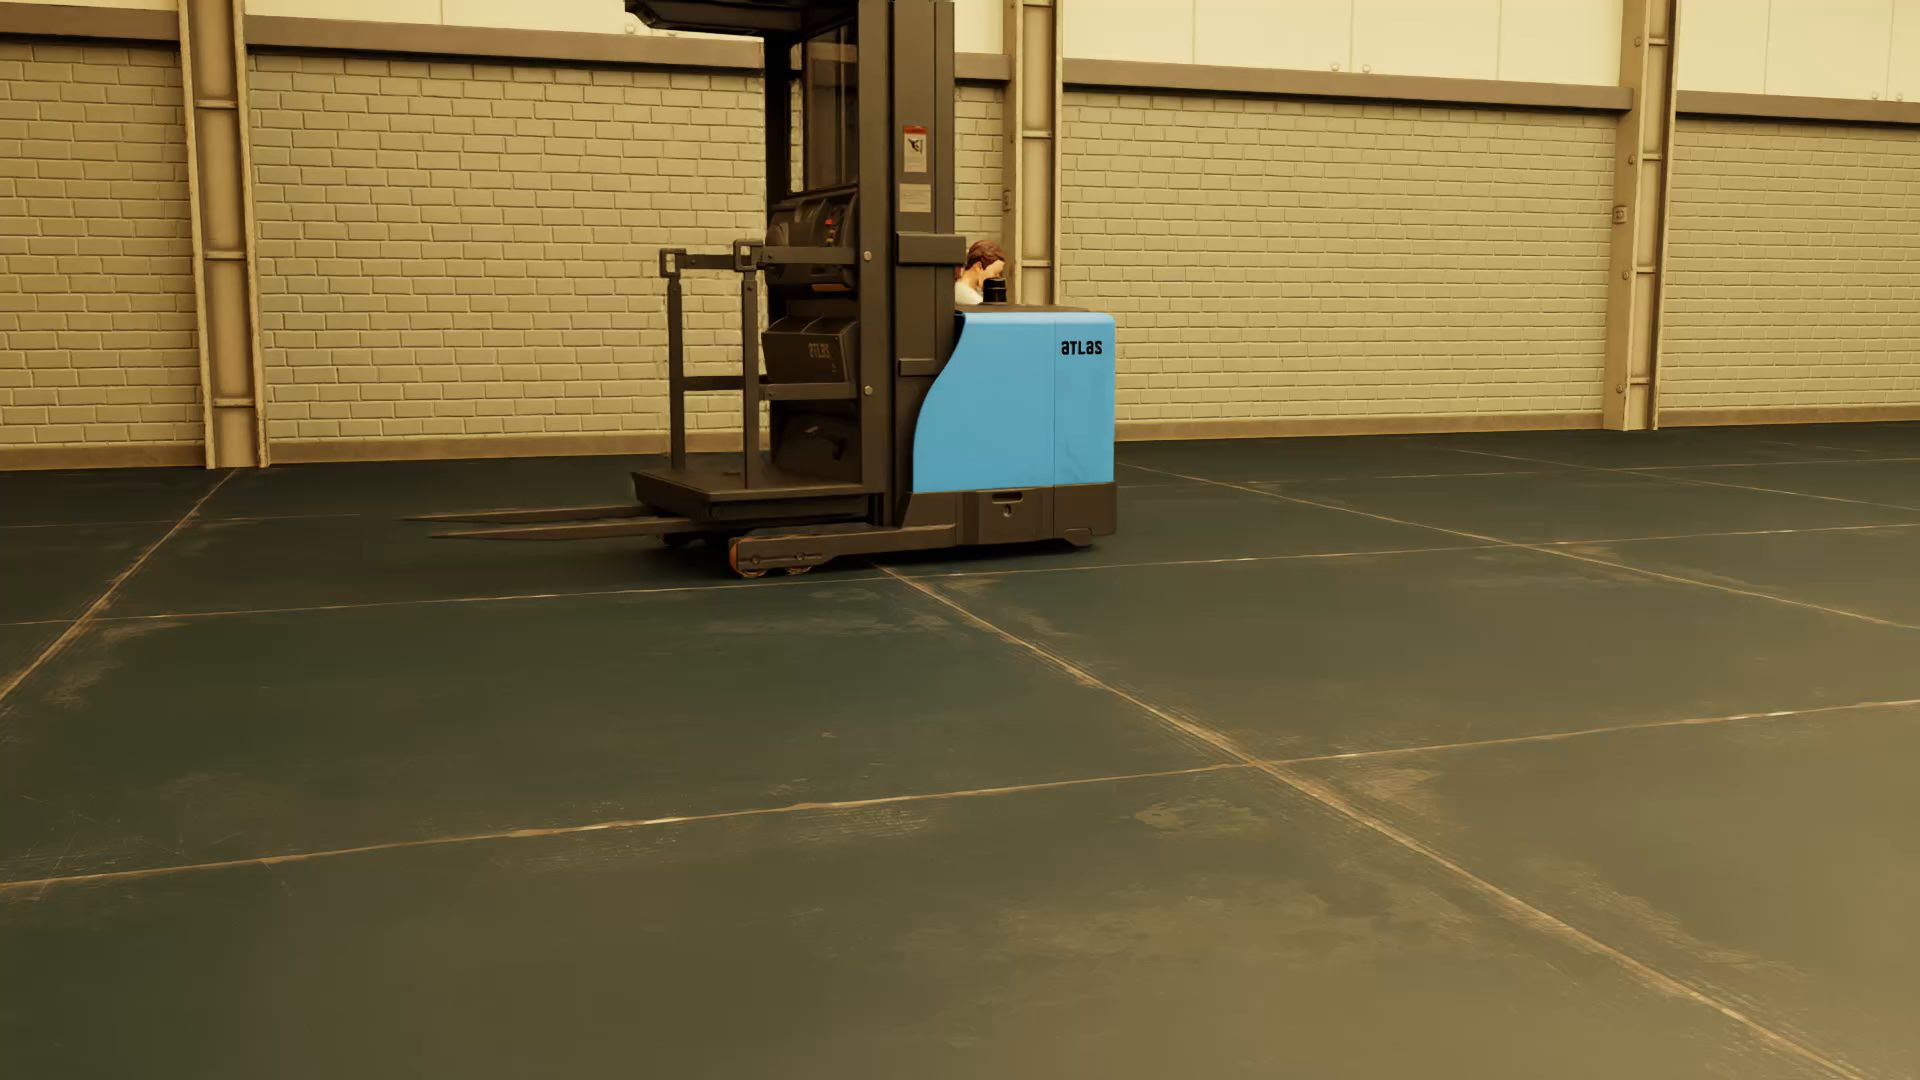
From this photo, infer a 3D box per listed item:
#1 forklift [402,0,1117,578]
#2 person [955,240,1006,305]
[{"bbox_3d":[-0.834,-1.378,7.180,3.031,2.935,1.130,-4,9,-27],"label":"forklift"},{"bbox_3d":[0.197,-0.872,8.949,0.620,1.465,1.158,0,8,0],"label":"person"}]
